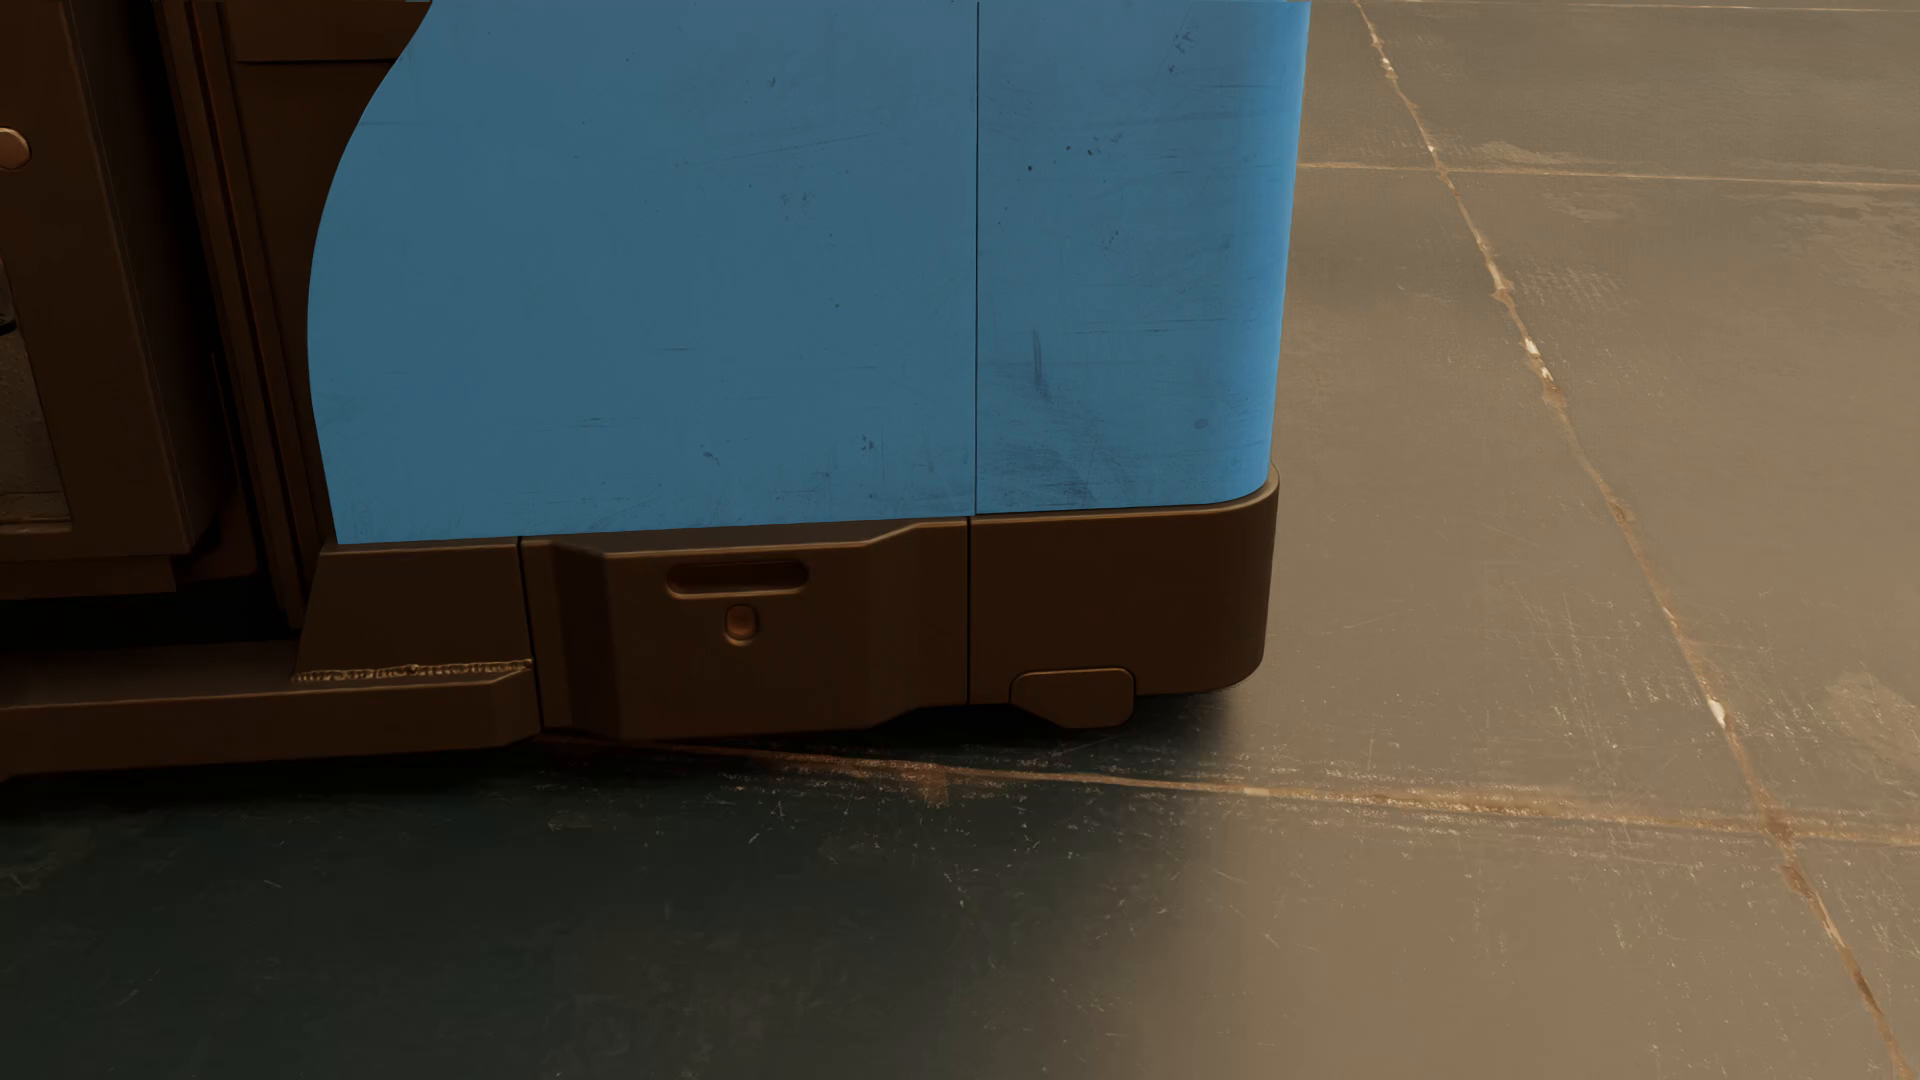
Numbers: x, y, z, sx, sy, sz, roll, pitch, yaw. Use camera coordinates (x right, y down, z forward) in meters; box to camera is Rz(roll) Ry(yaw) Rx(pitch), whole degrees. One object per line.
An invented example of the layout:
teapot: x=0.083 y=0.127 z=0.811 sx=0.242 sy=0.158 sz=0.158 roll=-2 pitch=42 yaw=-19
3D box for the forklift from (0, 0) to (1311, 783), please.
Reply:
forklift: x=-1.175 y=-1.233 z=1.688 sx=3.031 sy=2.935 sz=1.130 roll=-3 pitch=27 yaw=-5
